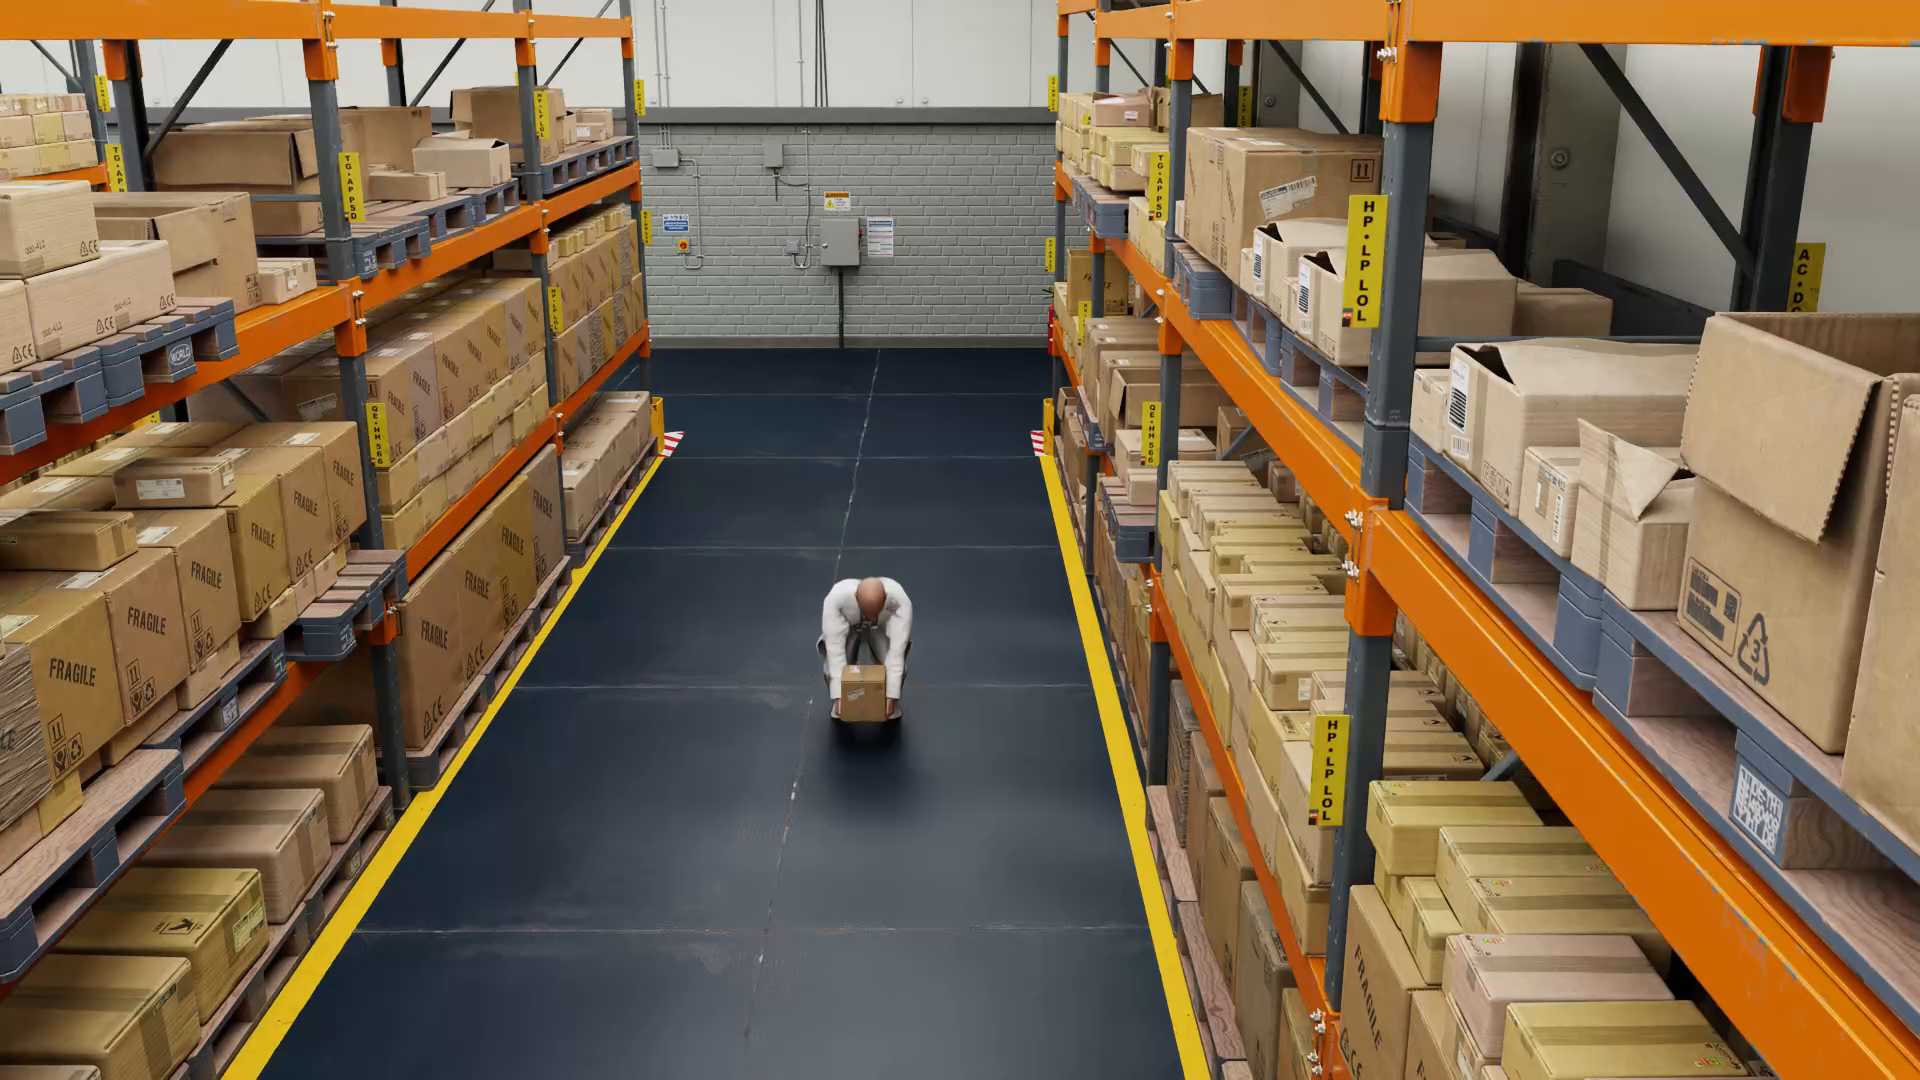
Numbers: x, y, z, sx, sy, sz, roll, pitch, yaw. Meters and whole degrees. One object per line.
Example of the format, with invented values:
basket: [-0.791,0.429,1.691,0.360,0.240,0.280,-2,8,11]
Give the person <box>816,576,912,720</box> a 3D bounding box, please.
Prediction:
person: [-0.570,0.613,9.885,0.577,1.006,0.930,-1,17,-2]
